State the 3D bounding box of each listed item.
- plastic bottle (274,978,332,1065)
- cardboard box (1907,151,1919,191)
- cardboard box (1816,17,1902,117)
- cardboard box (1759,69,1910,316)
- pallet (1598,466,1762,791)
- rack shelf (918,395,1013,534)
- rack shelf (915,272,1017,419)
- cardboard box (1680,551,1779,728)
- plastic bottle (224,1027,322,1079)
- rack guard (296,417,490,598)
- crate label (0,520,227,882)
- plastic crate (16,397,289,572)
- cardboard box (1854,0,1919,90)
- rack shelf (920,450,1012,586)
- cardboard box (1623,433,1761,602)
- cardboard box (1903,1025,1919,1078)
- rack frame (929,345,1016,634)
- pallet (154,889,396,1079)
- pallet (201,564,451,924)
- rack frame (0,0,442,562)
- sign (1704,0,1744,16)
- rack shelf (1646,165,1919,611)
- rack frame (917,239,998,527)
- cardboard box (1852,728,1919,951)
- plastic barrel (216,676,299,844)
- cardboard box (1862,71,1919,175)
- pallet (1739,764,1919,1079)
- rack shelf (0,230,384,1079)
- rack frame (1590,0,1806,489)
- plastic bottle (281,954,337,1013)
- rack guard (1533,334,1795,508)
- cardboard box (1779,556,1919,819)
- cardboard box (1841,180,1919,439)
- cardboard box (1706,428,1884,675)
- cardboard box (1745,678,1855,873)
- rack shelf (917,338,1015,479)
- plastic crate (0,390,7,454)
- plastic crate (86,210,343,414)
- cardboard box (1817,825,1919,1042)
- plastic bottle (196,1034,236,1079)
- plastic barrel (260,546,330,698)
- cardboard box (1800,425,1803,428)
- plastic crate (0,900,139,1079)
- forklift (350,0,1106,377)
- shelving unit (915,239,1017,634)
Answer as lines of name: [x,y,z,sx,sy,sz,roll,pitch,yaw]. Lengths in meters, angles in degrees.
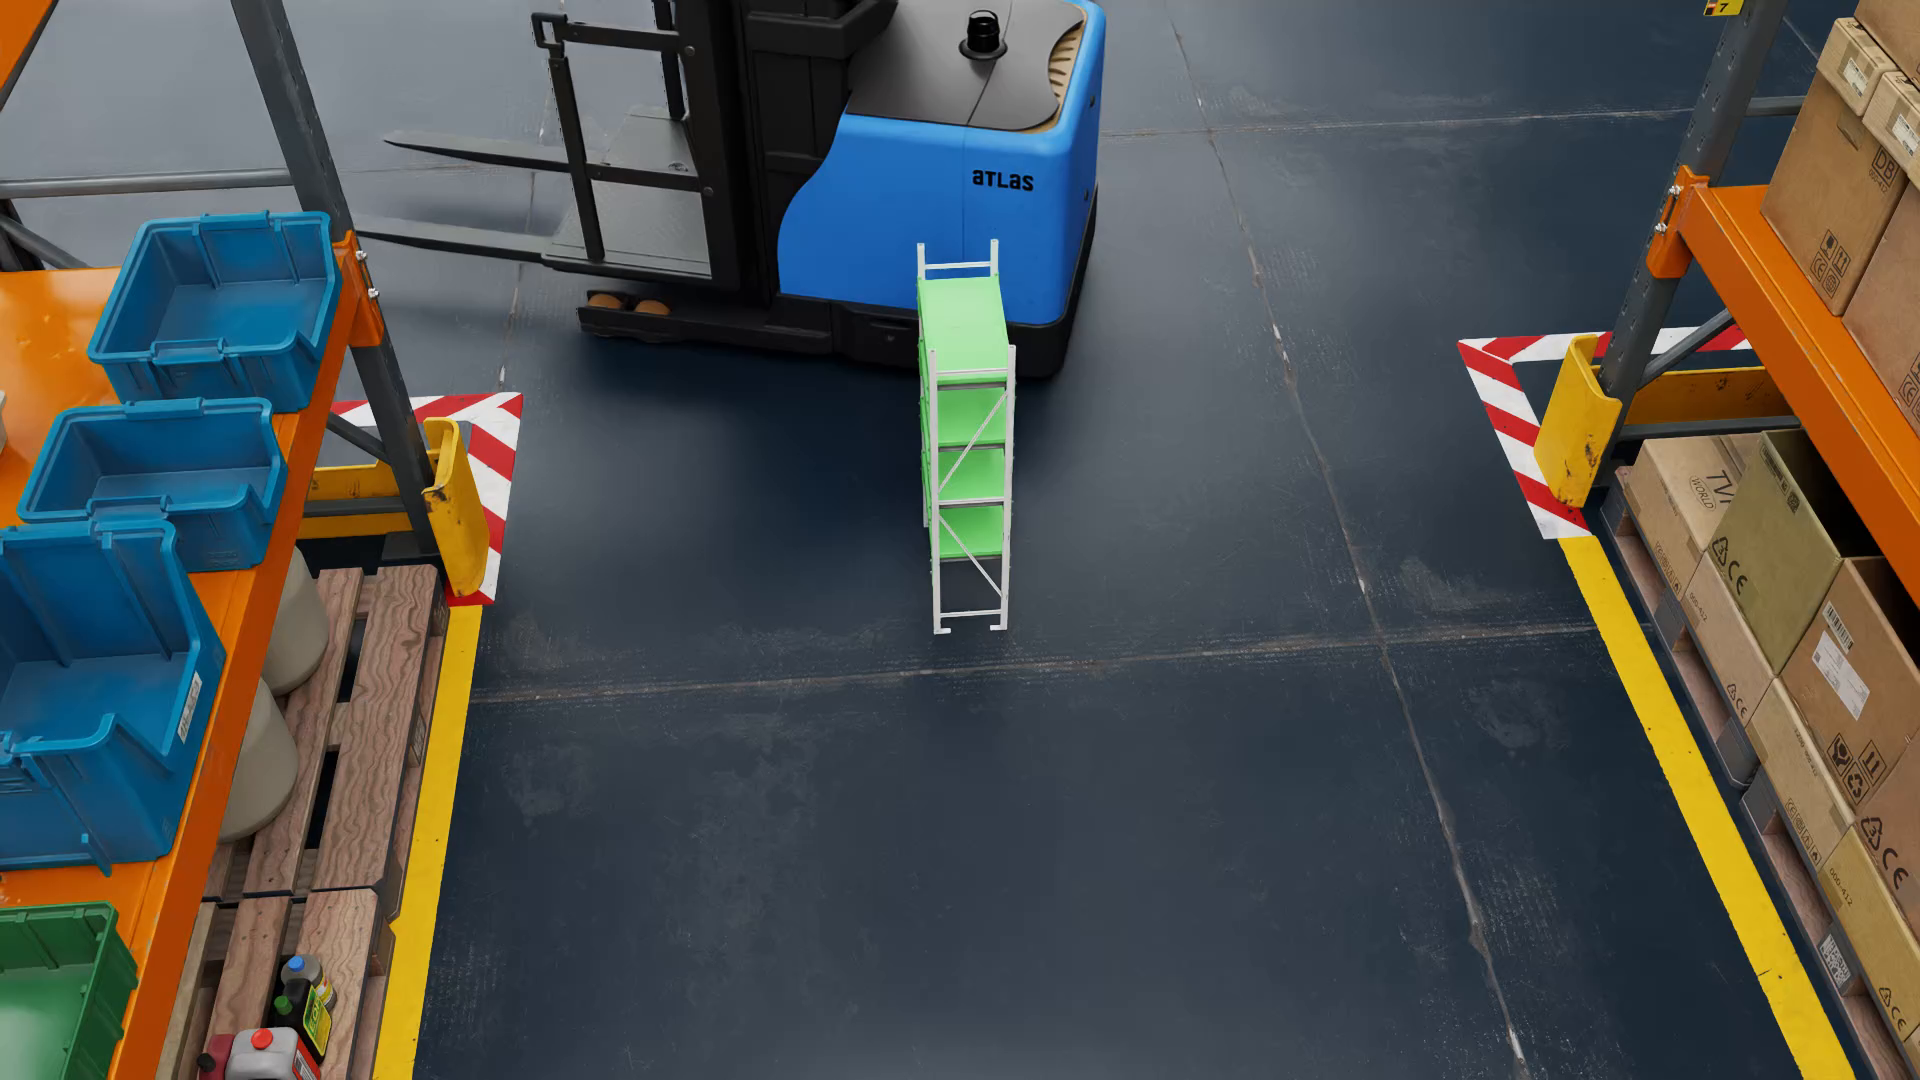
plastic bottle: [-1.637,1.183,4.132,0.061,0.283,0.133,-2,47,-2]
cardboard box: [2.543,-0.873,3.995,0.380,0.149,0.250,-3,47,-3]
cardboard box: [2.499,-1.245,4.347,0.380,0.149,0.250,-4,47,-4]
cardboard box: [2.707,-0.980,4.543,0.700,0.500,0.500,-3,47,-3]
pallet: [2.786,0.225,5.391,1.003,0.211,1.213,-3,47,-3]
rack shelf: [0.014,-0.249,5.247,0.258,0.148,0.480,-3,47,-3]
rack shelf: [0.014,-0.579,4.899,0.258,0.148,0.480,-3,47,-3]
cardboard box: [2.549,0.280,5.023,0.500,0.250,0.500,-3,47,-3]
plastic bottle: [-1.672,1.286,4.039,0.152,0.276,0.135,-3,47,-3]
rack guard: [-2.203,-0.074,5.476,1.175,0.500,0.348,-3,47,-3]
crate label: [-1.832,0.317,3.359,0.502,0.435,0.616,-3,47,-3]
plastic crate: [-1.867,-0.120,3.901,0.499,0.251,0.408,-3,47,-3]
cardboard box: [2.711,-1.388,4.036,0.700,0.500,0.500,-3,47,-3]
rack shelf: [0.014,-0.084,5.422,0.258,0.148,0.480,-3,47,-3]
cardboard box: [2.503,-0.082,5.366,0.500,0.250,0.500,-3,47,-3]
cardboard box: [2.670,1.366,3.995,0.500,0.250,0.500,-3,47,-3]
rack frame: [0.034,-0.116,5.034,0.240,1.200,0.015,-3,47,-3]
pallet: [-2.041,1.494,4.190,1.003,0.211,1.213,-3,47,-3]
pallet: [-2.140,0.613,5.024,1.003,0.211,1.213,-3,47,-3]
rack frame: [-2.256,-0.986,4.618,1.000,3.000,0.127,-3,47,-3]
sign: [2.127,-1.580,4.529,0.100,0.325,0.005,-3,47,-3]
rack shelf: [2.848,0.410,3.791,1.077,0.370,4.000,-3,47,-3]
rack frame: [-0.007,-0.469,5.368,0.240,1.200,0.015,-3,47,-3]
cardboard box: [2.626,0.746,4.066,0.500,0.500,0.500,-3,47,-3]
plastic barrel: [-2.083,0.559,4.578,0.421,0.512,0.421,0,47,0]
cardboard box: [2.523,-1.054,4.166,0.380,0.149,0.250,-5,47,-4]
pallet: [2.885,1.106,4.557,1.003,0.211,1.213,-3,47,-3]
rack shelf: [-2.089,0.709,3.508,1.077,0.370,4.000,-3,47,-3]
rack frame: [2.680,-1.284,4.900,1.000,3.000,0.127,-3,47,-3]
plastic bottle: [-1.665,1.127,4.241,0.097,0.201,0.097,0,47,0]
rack guard: [2.678,-0.442,5.824,1.175,0.500,0.348,-3,47,-3]
cardboard box: [2.602,0.383,4.409,0.500,0.500,0.500,-3,47,-3]
cardboard box: [2.755,-0.600,4.184,0.700,0.500,0.500,-2,47,-2]
cardboard box: [2.547,0.022,4.751,0.500,0.500,0.500,-3,47,-3]
cardboard box: [2.590,0.642,4.681,0.500,0.250,0.500,-3,47,-3]
rack shelf: [0.014,-0.414,5.073,0.258,0.148,0.480,-3,47,-3]
plastic crate: [-2.502,-0.228,4.082,0.298,0.136,0.250,-3,47,-3]
plastic crate: [-1.916,-0.591,4.346,0.499,0.251,0.616,-3,47,-3]
cardboard box: [2.627,1.004,4.338,0.500,0.250,0.500,-3,47,-3]
plastic bottle: [-1.778,1.290,4.030,0.061,0.283,0.133,-3,47,-3]
plastic barrel: [-2.125,0.197,4.922,0.421,0.512,0.421,0,47,0]
cardboard box: [3.022,-0.371,5.123,0.500,0.500,0.500,-3,47,-3]
plastic crate: [-1.754,0.982,2.900,0.450,0.188,0.662,-3,47,-3]
forklift: [-1.013,-2.141,5.759,3.031,2.935,1.130,8,47,8]
shelving unit: [0.014,-0.293,5.201,0.258,1.200,0.503,-3,47,-3]
